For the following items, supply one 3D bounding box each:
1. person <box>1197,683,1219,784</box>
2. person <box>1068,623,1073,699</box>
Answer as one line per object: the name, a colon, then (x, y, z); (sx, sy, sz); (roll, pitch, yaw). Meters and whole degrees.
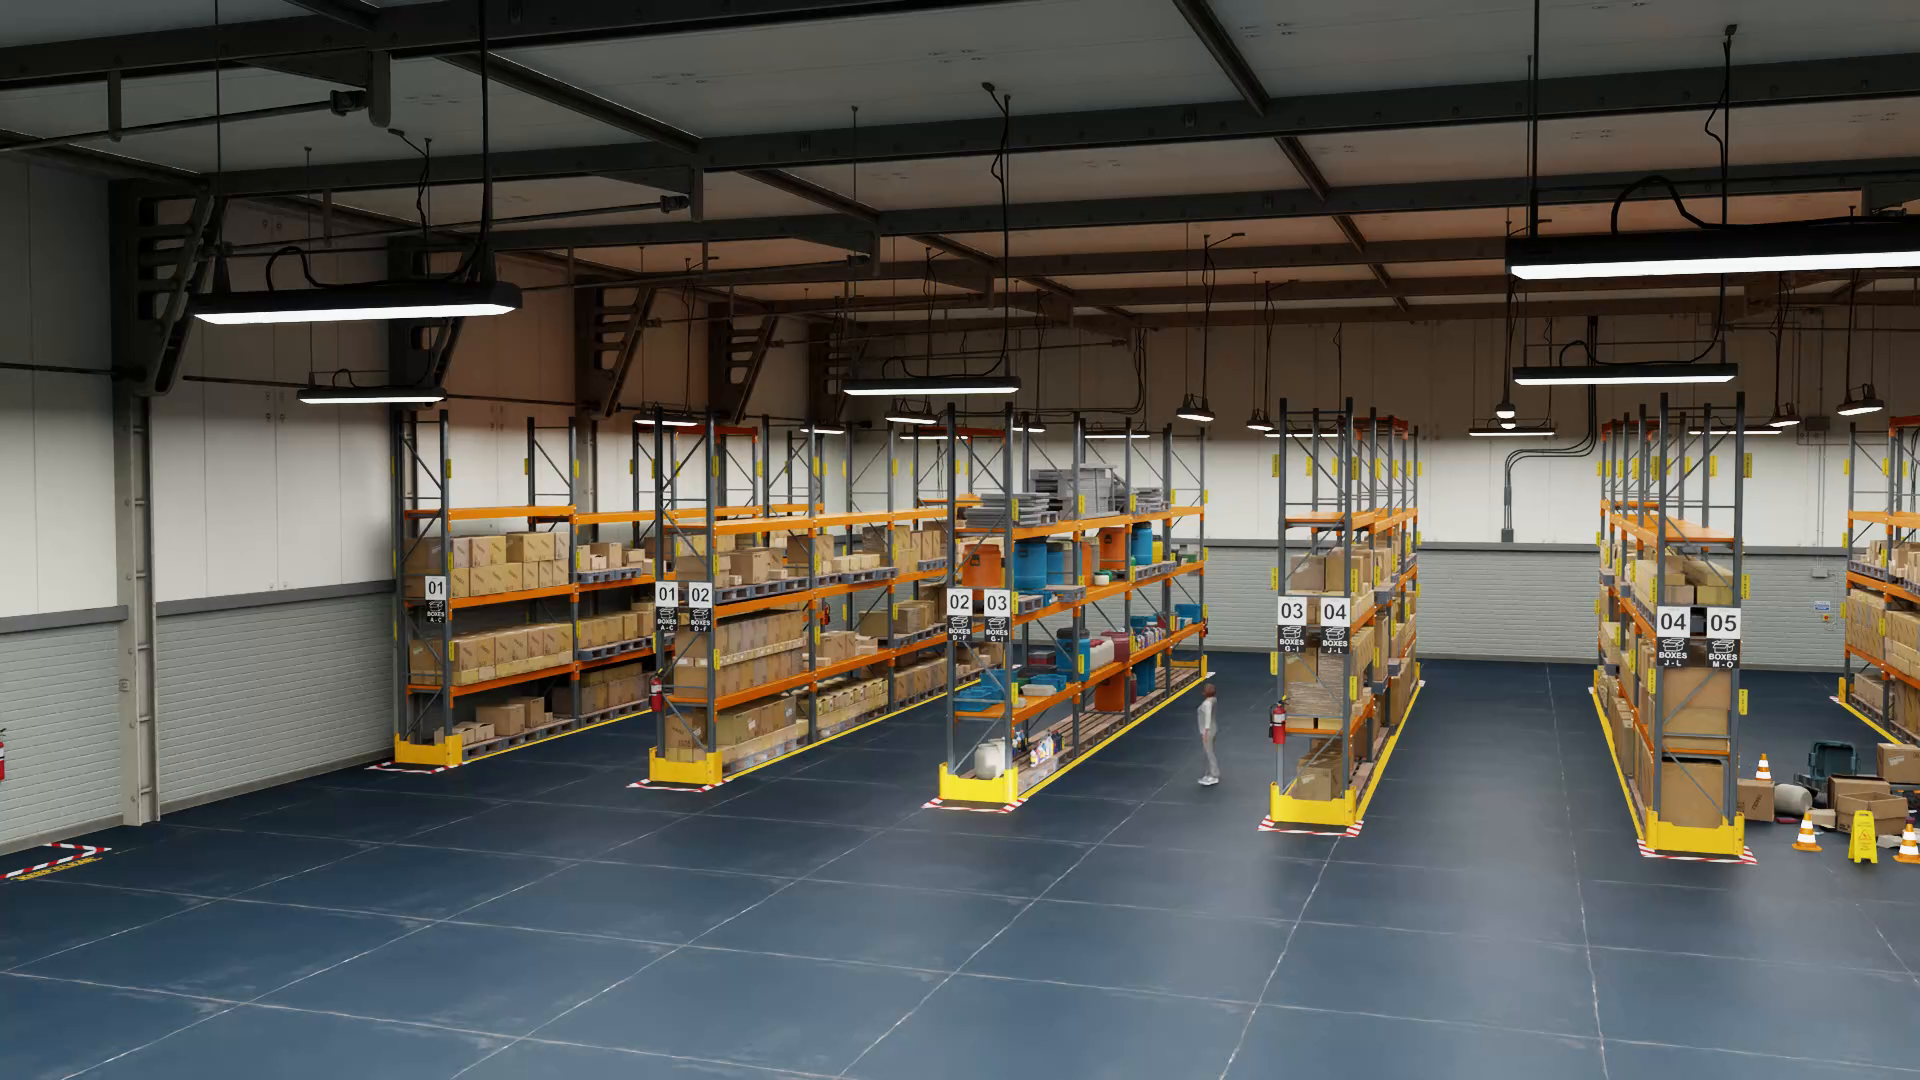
person: (3.921, 3.070, 26.376); (0.324, 1.623, 0.459); (0, 2, 6)
person: (2.497, 2.609, 36.359); (0.420, 1.672, 0.524); (0, 2, 4)
